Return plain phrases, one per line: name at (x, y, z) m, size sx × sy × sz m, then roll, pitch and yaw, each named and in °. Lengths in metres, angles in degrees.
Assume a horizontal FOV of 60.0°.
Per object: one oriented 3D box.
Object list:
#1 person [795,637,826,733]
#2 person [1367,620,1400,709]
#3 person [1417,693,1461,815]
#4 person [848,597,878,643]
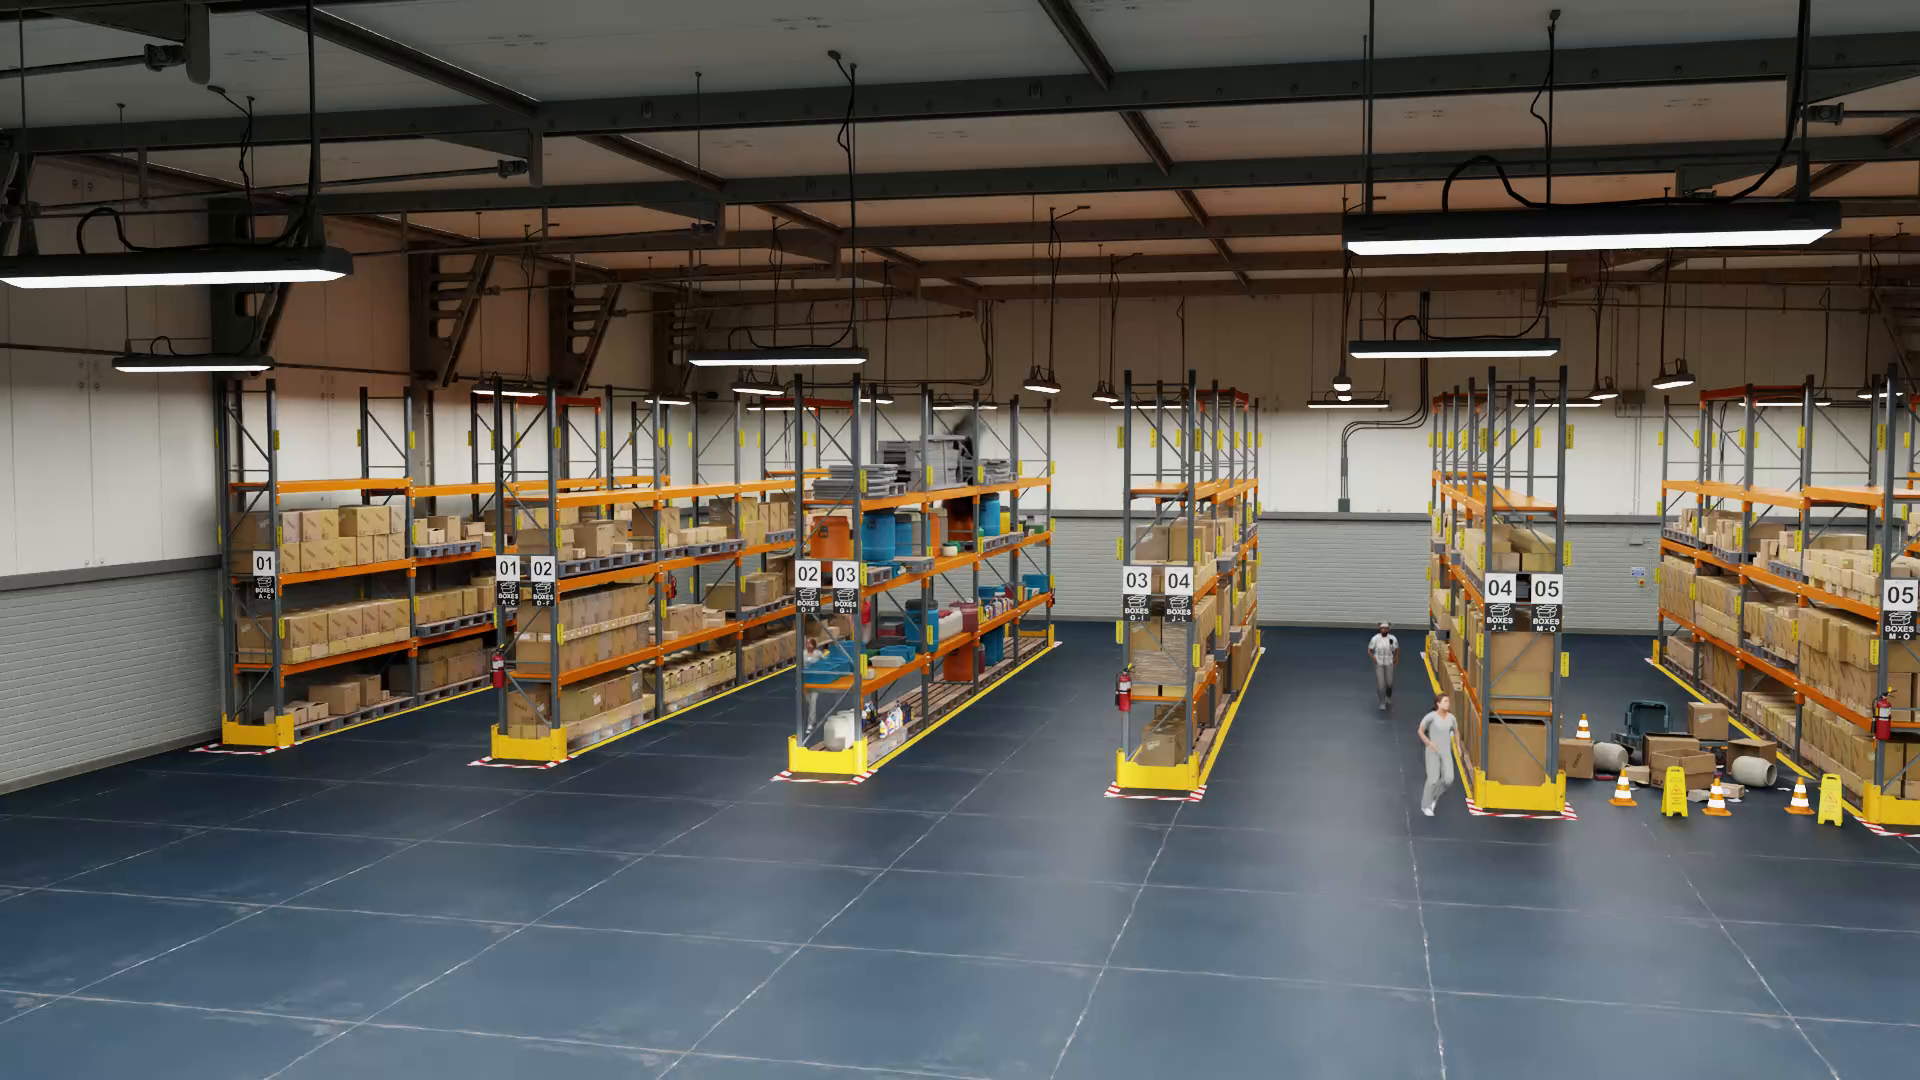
person at (-2.567, 2.464, 28.639) m, size 0.537 × 1.596 × 0.877 m, roll 0°, pitch 3°, yaw 7°
person at (7.883, 2.315, 30.953) m, size 0.593 × 1.661 × 0.554 m, roll 1°, pitch 4°, yaw 12°
person at (6.432, 2.861, 22.193) m, size 0.636 × 1.630 × 0.492 m, roll -1°, pitch 3°, yaw -11°
person at (-2.135, 1.970, 36.552) m, size 0.678 × 1.698 × 0.598 m, roll 0°, pitch 3°, yaw 5°
